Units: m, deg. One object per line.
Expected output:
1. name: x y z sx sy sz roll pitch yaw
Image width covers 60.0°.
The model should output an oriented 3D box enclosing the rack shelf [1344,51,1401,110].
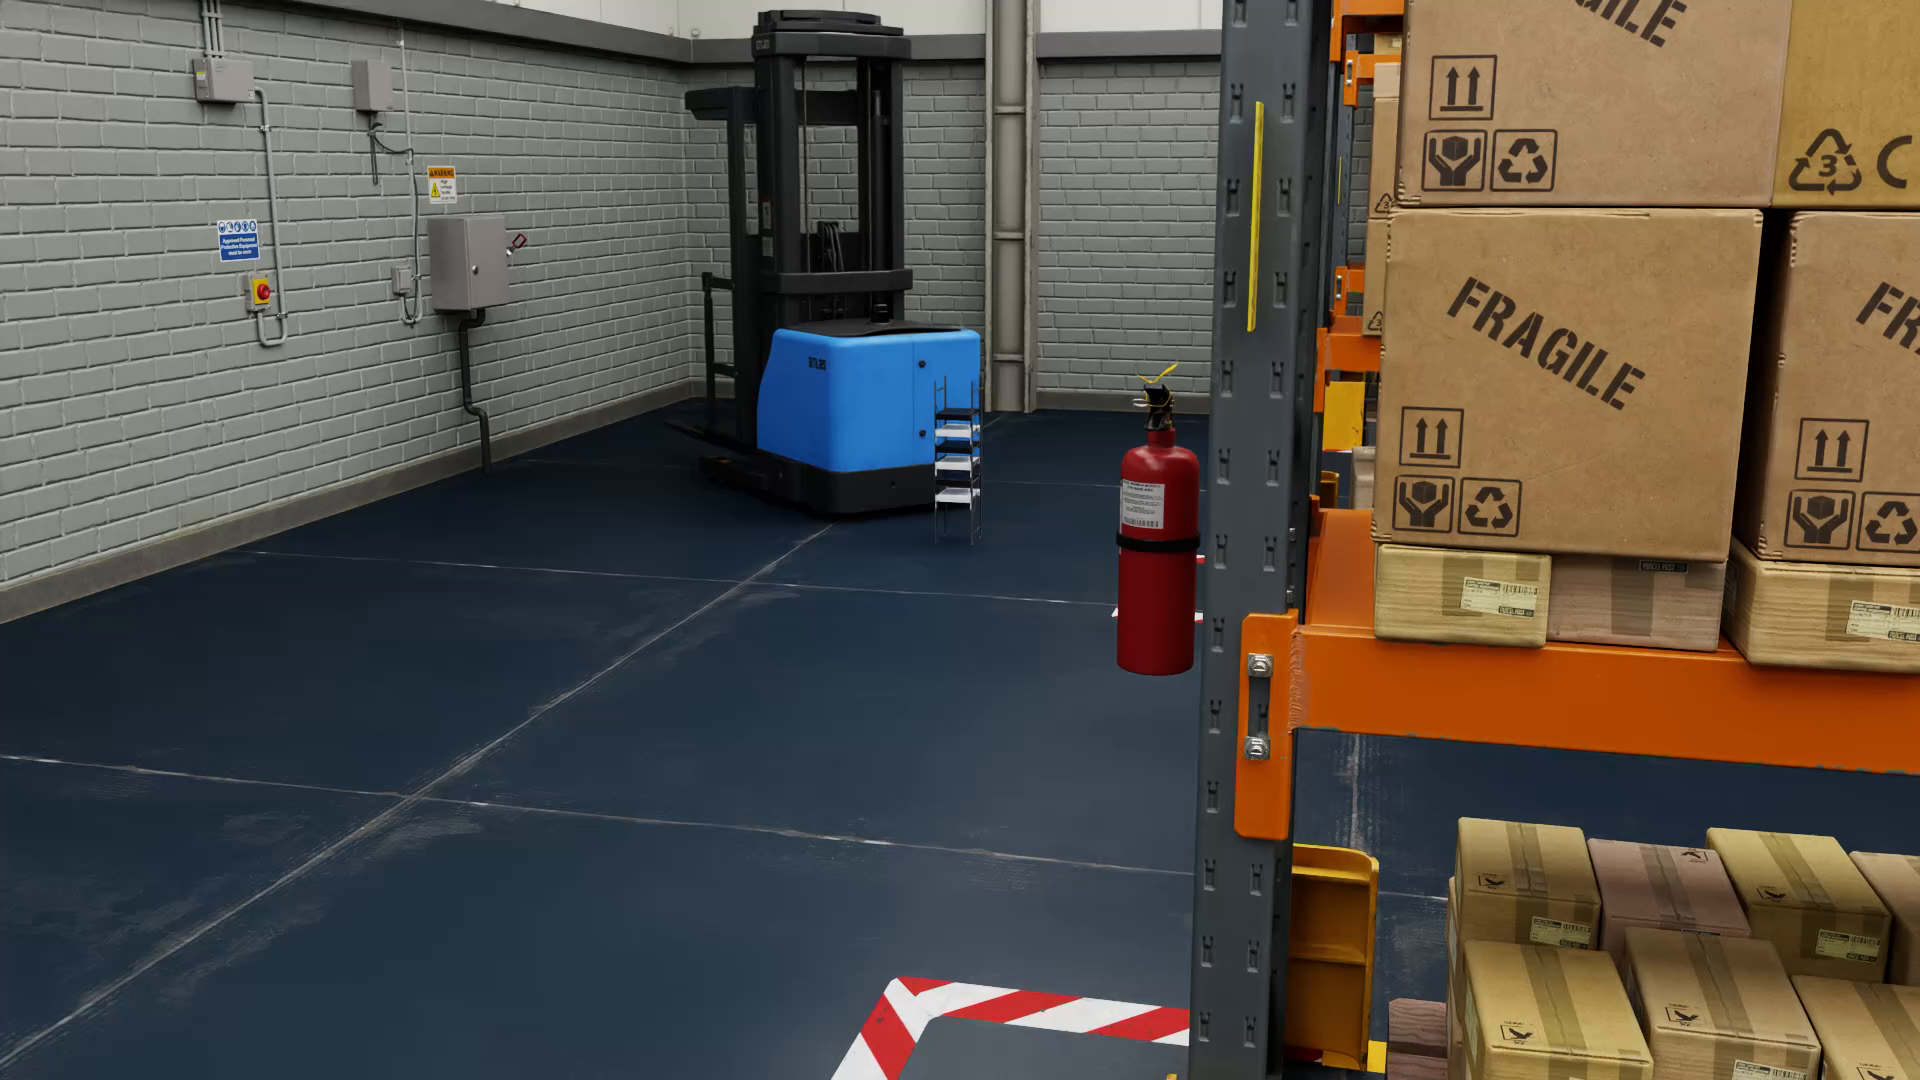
1. rack shelf: 4.778 -3.262 11.748 4.000 0.370 1.077 3 13 14

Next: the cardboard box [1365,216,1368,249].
1. cardboard box: 3.212 -2.245 12.085 0.500 0.250 0.500 3 13 14

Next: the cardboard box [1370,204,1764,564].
1. cardboard box: 0.933 -0.275 2.631 0.500 0.500 0.500 4 13 16

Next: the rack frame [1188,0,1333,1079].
1. rack frame: 0.563 -0.163 3.041 0.127 3.000 1.000 3 13 14

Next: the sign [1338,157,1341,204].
1. sign: 2.707 -2.561 11.854 0.005 0.325 0.100 3 13 14

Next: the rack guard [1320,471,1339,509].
1. rack guard: 1.628 0.010 8.033 0.348 0.500 1.175 3 13 14

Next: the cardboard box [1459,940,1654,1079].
1. cardboard box: 0.990 0.832 2.796 0.250 0.149 0.380 2 13 11

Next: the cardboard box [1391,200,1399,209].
1. cardboard box: 1.061 -0.387 3.137 0.500 0.500 0.500 3 13 15

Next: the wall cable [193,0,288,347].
1. wall cable: -3.829 -2.008 8.940 0.123 1.953 0.585 3 13 14

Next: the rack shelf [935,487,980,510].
1. rack shelf: -0.008 -0.231 9.184 0.200 0.077 0.258 3 13 14

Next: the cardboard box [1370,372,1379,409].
1. cardboard box: 3.408 -1.187 12.454 0.637 0.503 0.797 3 13 11

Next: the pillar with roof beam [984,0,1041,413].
1. pillar with roof beam: -0.597 -4.606 9.217 0.400 9.000 9.100 3 13 14

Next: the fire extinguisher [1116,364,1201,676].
1. fire extinguisher: 0.429 -0.053 3.586 0.183 0.674 0.296 3 13 14

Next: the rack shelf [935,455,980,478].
1. rack shelf: -0.008 -0.407 9.145 0.200 0.077 0.258 3 13 14

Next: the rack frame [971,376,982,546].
1. rack frame: 0.091 -0.434 9.114 0.006 0.900 0.240 3 13 14

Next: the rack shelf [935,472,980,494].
1. rack shelf: -0.008 -0.319 9.165 0.200 0.077 0.258 3 13 14

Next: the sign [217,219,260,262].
1. sign: -3.900 -1.621 8.993 0.001 0.218 0.327 3 13 14

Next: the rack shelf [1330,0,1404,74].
1. rack shelf: 3.593 -2.218 7.042 4.000 0.370 1.077 3 13 14

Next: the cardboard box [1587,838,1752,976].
1. cardboard box: 1.368 0.733 3.243 0.250 0.149 0.380 3 13 15

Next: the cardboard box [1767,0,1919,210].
1. cardboard box: 1.427 -0.741 2.421 0.500 0.500 0.500 3 13 15

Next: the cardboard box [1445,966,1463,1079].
1. cardboard box: 1.124 1.008 3.379 0.250 0.149 0.380 3 13 14

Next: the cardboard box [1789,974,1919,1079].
1. cardboard box: 1.501 0.861 2.665 0.250 0.149 0.380 3 13 13

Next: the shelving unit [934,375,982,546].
1. shelving unit: -0.008 -0.440 9.138 0.210 0.900 0.258 3 13 14

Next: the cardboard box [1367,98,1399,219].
1. cardboard box: 2.049 -1.661 7.255 0.500 0.500 0.500 3 13 12

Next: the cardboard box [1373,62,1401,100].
1. cardboard box: 1.929 -1.986 7.222 0.250 0.149 0.380 3 13 15

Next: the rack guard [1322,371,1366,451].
1. rack guard: 2.910 -1.029 12.715 0.348 0.500 1.175 3 13 14

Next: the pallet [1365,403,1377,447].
1. pallet: 3.685 -0.846 12.561 1.213 0.211 1.003 3 13 14

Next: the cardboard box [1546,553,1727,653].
1. cardboard box: 1.056 0.050 2.662 0.250 0.149 0.380 4 13 16

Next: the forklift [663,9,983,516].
1. forklift: -1.074 -1.842 10.770 1.130 2.935 3.031 -8 15 -31

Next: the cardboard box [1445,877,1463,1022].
1. cardboard box: 1.144 0.846 3.419 0.250 0.149 0.380 3 13 12

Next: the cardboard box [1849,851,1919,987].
1. cardboard box: 1.886 0.747 3.183 0.250 0.149 0.380 3 13 11
